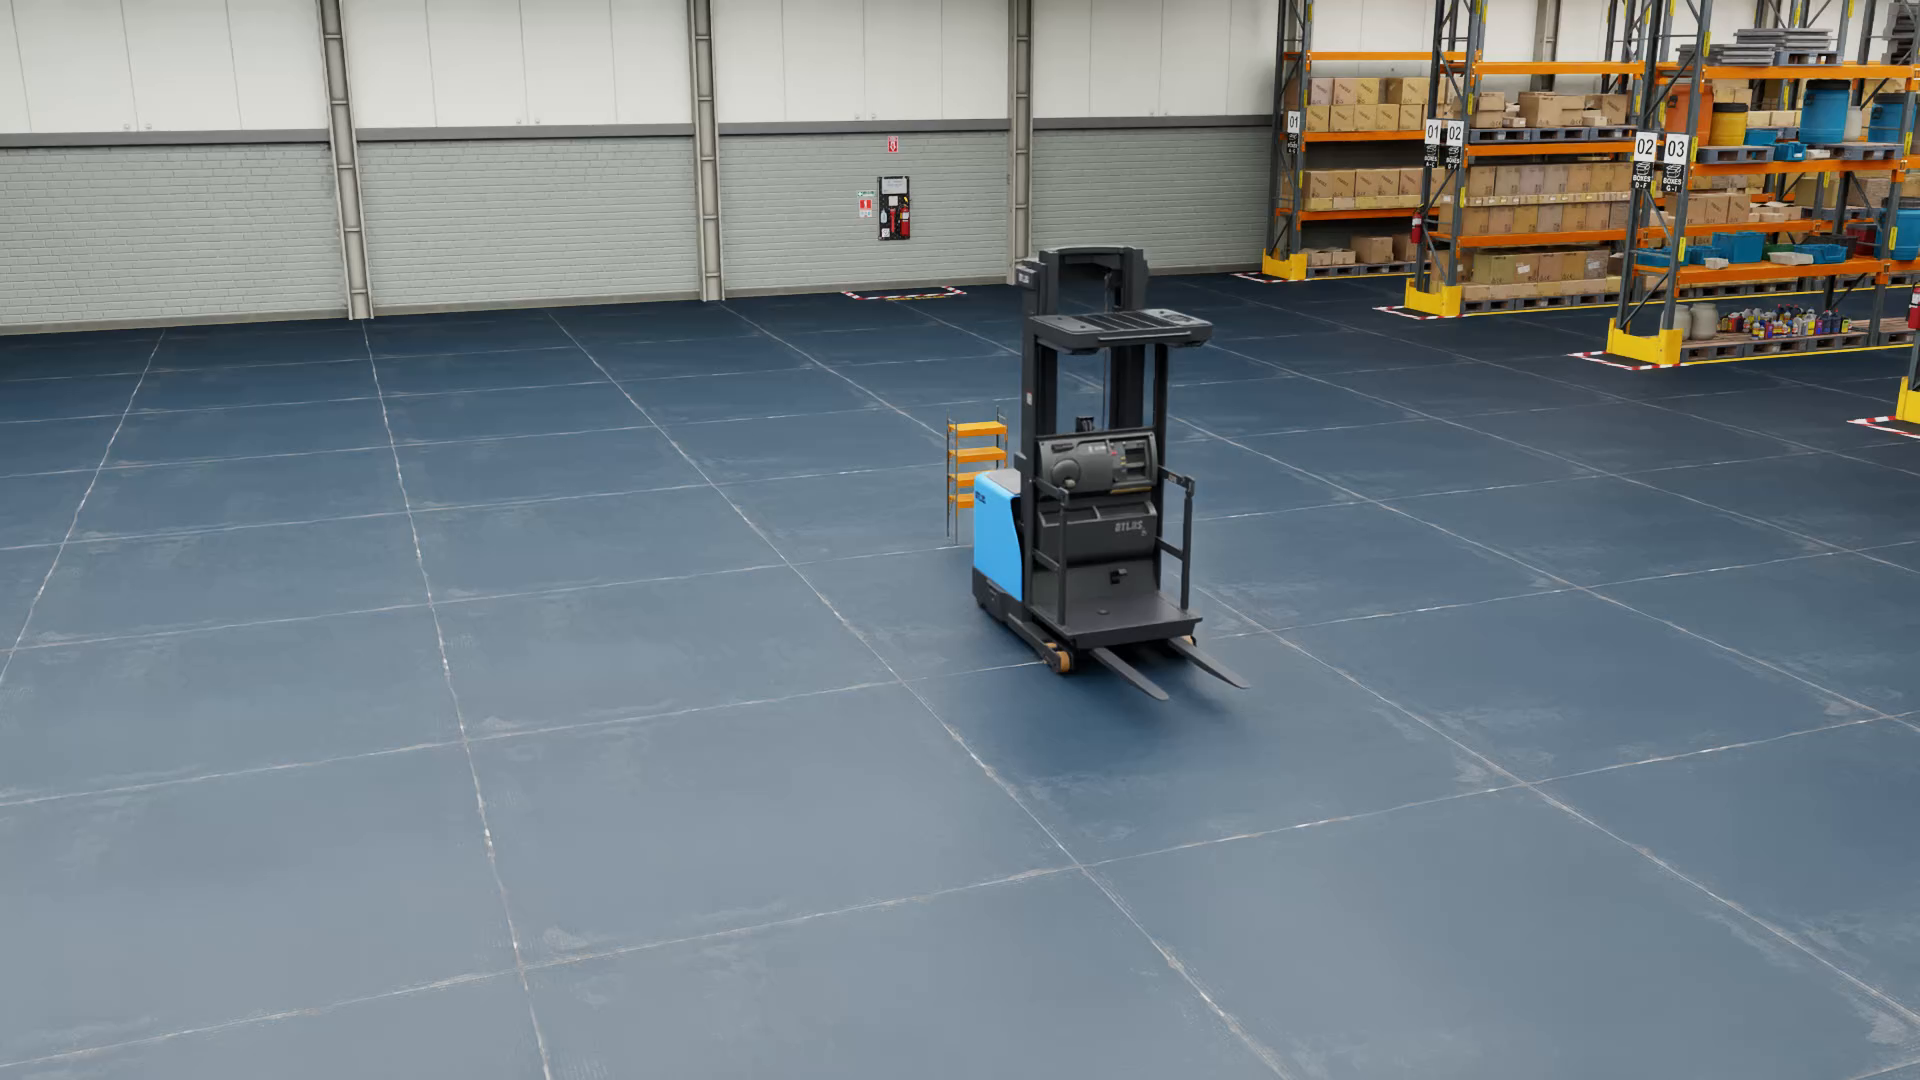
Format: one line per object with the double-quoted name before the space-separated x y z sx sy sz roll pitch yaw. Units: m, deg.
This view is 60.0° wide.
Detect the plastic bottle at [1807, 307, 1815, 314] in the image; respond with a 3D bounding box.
"plastic bottle" 13.212 -3.478 25.831 0.097 0.271 0.097 0 16 0

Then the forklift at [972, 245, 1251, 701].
"forklift" 1.095 -0.575 12.006 1.130 2.935 3.031 -6 17 -20

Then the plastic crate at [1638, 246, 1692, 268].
"plastic crate" 10.292 -4.147 24.313 0.616 0.251 0.499 -6 17 -20

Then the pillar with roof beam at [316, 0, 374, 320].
"pillar with roof beam" -8.537 -6.925 22.862 0.400 9.000 9.100 -6 17 -20

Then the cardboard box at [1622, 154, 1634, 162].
"cardboard box" 14.400 -8.044 35.246 0.500 0.250 0.500 -6 17 -19

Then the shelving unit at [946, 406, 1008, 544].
"shelving unit" 0.155 -0.592 15.138 0.503 1.200 0.258 -6 17 -20

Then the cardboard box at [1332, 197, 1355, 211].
"cardboard box" 7.436 -6.655 32.821 0.500 0.250 0.500 -7 18 -22

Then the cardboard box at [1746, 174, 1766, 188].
"cardboard box" 17.251 -7.993 36.405 0.500 0.500 0.500 -6 18 -21

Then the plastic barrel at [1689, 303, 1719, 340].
"plastic barrel" 10.987 -3.234 24.610 0.421 0.512 0.421 0 16 0

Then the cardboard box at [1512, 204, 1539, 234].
"cardboard box" 9.558 -5.588 28.776 0.500 0.500 0.700 -6 17 -20

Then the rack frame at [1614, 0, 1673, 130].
"rack frame" 11.898 -8.675 28.820 0.127 3.000 1.000 -6 17 -20

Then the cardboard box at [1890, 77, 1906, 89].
"cardboard box" 20.741 -10.140 37.146 0.500 0.500 0.500 -6 17 -20

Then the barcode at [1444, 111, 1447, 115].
"barcode" 8.272 -7.268 28.323 0.075 0.075 0.001 -6 17 -20

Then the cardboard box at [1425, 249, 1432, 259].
"cardboard box" 9.633 -5.889 34.229 0.250 0.166 0.380 -9 18 -27

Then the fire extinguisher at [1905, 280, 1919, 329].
"fire extinguisher" 11.432 -2.859 19.799 0.183 0.674 0.296 -6 17 -20

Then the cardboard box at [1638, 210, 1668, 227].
"cardboard box" 12.342 -5.786 29.894 0.500 0.250 0.500 -5 17 -17

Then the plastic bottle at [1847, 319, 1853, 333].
"plastic bottle" 13.439 -3.243 25.154 0.097 0.201 0.097 0 16 0

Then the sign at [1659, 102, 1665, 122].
"sign" 12.098 -7.376 28.662 0.005 0.325 0.100 -6 17 -20

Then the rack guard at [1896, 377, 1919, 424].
"rack guard" 11.775 -1.595 19.793 0.348 0.500 1.175 -6 17 -20

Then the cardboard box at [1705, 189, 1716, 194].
"cardboard box" 16.176 -7.570 36.115 0.250 0.149 0.380 -7 18 -22

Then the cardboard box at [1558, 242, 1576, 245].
"cardboard box" 12.681 -6.407 35.399 0.500 0.500 0.700 -6 17 -20

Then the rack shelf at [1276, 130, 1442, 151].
"rack shelf" 8.254 -7.992 33.094 4.000 0.370 1.077 -6 17 -20

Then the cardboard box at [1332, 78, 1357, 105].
"cardboard box" 7.320 -8.685 32.190 0.500 0.500 0.500 -6 18 -21

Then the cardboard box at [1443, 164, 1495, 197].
"cardboard box" 8.653 -6.113 28.262 0.500 0.500 0.700 -6 17 -20

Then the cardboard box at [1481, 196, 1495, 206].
"cardboard box" 8.852 -5.763 28.221 0.250 0.149 0.380 -7 18 -22

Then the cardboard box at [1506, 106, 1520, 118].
"cardboard box" 9.663 -7.300 28.625 0.500 0.311 0.500 -4 17 -14

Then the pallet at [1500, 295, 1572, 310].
"pallet" 9.999 -4.265 29.400 1.213 0.211 1.003 -6 17 -20

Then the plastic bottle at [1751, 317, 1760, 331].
"plastic bottle" 12.102 -3.281 25.285 0.097 0.201 0.097 0 16 0

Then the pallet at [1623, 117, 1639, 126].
"pallet" 14.439 -8.930 35.348 1.003 0.211 1.213 -5 17 -18

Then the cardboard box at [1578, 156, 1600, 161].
"cardboard box" 13.250 -7.994 35.039 0.250 0.149 0.380 -9 19 -29

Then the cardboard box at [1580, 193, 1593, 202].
"cardboard box" 10.770 -5.970 28.926 0.250 0.149 0.380 -6 17 -20

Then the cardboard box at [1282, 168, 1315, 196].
"cardboard box" 6.751 -7.097 32.994 0.500 0.500 0.500 -6 18 -21

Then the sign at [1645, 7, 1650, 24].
"sign" 14.060 -10.725 34.004 0.005 0.325 0.100 -6 17 -20

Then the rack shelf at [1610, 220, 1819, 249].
"rack shelf" 13.765 -5.653 30.453 4.000 0.370 1.077 -6 17 -20

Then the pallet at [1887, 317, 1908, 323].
"pallet" 15.527 -3.368 26.345 1.213 0.211 1.003 -6 17 -20

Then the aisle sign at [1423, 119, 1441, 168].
"aisle sign" 7.996 -6.711 28.166 0.004 0.787 0.394 -6 17 -20

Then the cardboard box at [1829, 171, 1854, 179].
"cardboard box" 19.464 -8.248 37.482 0.700 0.700 0.980 -7 18 -23

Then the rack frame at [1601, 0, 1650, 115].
"rack frame" 13.857 -10.381 34.630 0.127 3.000 1.000 -6 17 -20

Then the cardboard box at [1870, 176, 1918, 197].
"cardboard box" 17.740 -6.658 31.676 0.500 0.500 0.700 -11 20 -34

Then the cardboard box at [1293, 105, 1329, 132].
"cardboard box" 6.788 -8.161 32.180 0.500 0.500 0.500 -6 17 -19

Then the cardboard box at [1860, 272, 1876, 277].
"cardboard box" 17.117 -5.286 31.581 0.500 0.500 0.500 -6 18 -21

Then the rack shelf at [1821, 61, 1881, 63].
"rack shelf" 19.460 -10.449 36.848 4.000 0.370 1.077 -6 17 -20

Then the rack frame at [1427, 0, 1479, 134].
"rack frame" 8.163 -8.272 27.446 0.127 3.000 1.000 -6 17 -20

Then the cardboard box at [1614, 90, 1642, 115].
"cardboard box" 14.281 -9.264 35.191 0.500 0.500 0.700 -8 18 -24

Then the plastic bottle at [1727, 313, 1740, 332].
"plastic bottle" 11.735 -3.312 25.259 0.135 0.276 0.152 -6 17 -20

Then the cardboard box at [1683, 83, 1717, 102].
"cardboard box" 13.011 -7.840 29.491 0.500 0.500 0.500 -4 17 -15

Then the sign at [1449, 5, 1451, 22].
"sign" 9.918 -10.647 33.598 0.005 0.325 0.100 -6 17 -20

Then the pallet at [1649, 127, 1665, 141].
"pallet" 12.717 -7.236 29.584 1.217 0.209 0.805 -7 18 -22

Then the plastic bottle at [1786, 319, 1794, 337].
"plastic bottle" 12.339 -3.157 24.740 0.097 0.271 0.097 0 16 0

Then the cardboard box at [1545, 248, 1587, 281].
"cardboard box" 10.606 -4.835 29.196 0.500 0.500 0.500 -6 17 -20

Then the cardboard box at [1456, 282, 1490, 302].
"cardboard box" 8.743 -4.271 28.605 0.500 0.250 0.500 -6 17 -20

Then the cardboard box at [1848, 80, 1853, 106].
"cardboard box" 16.043 -8.209 30.605 0.500 0.500 0.500 -6 17 -20

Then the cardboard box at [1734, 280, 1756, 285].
"cardboard box" 14.278 -4.862 30.617 0.500 0.250 0.500 -6 17 -19
